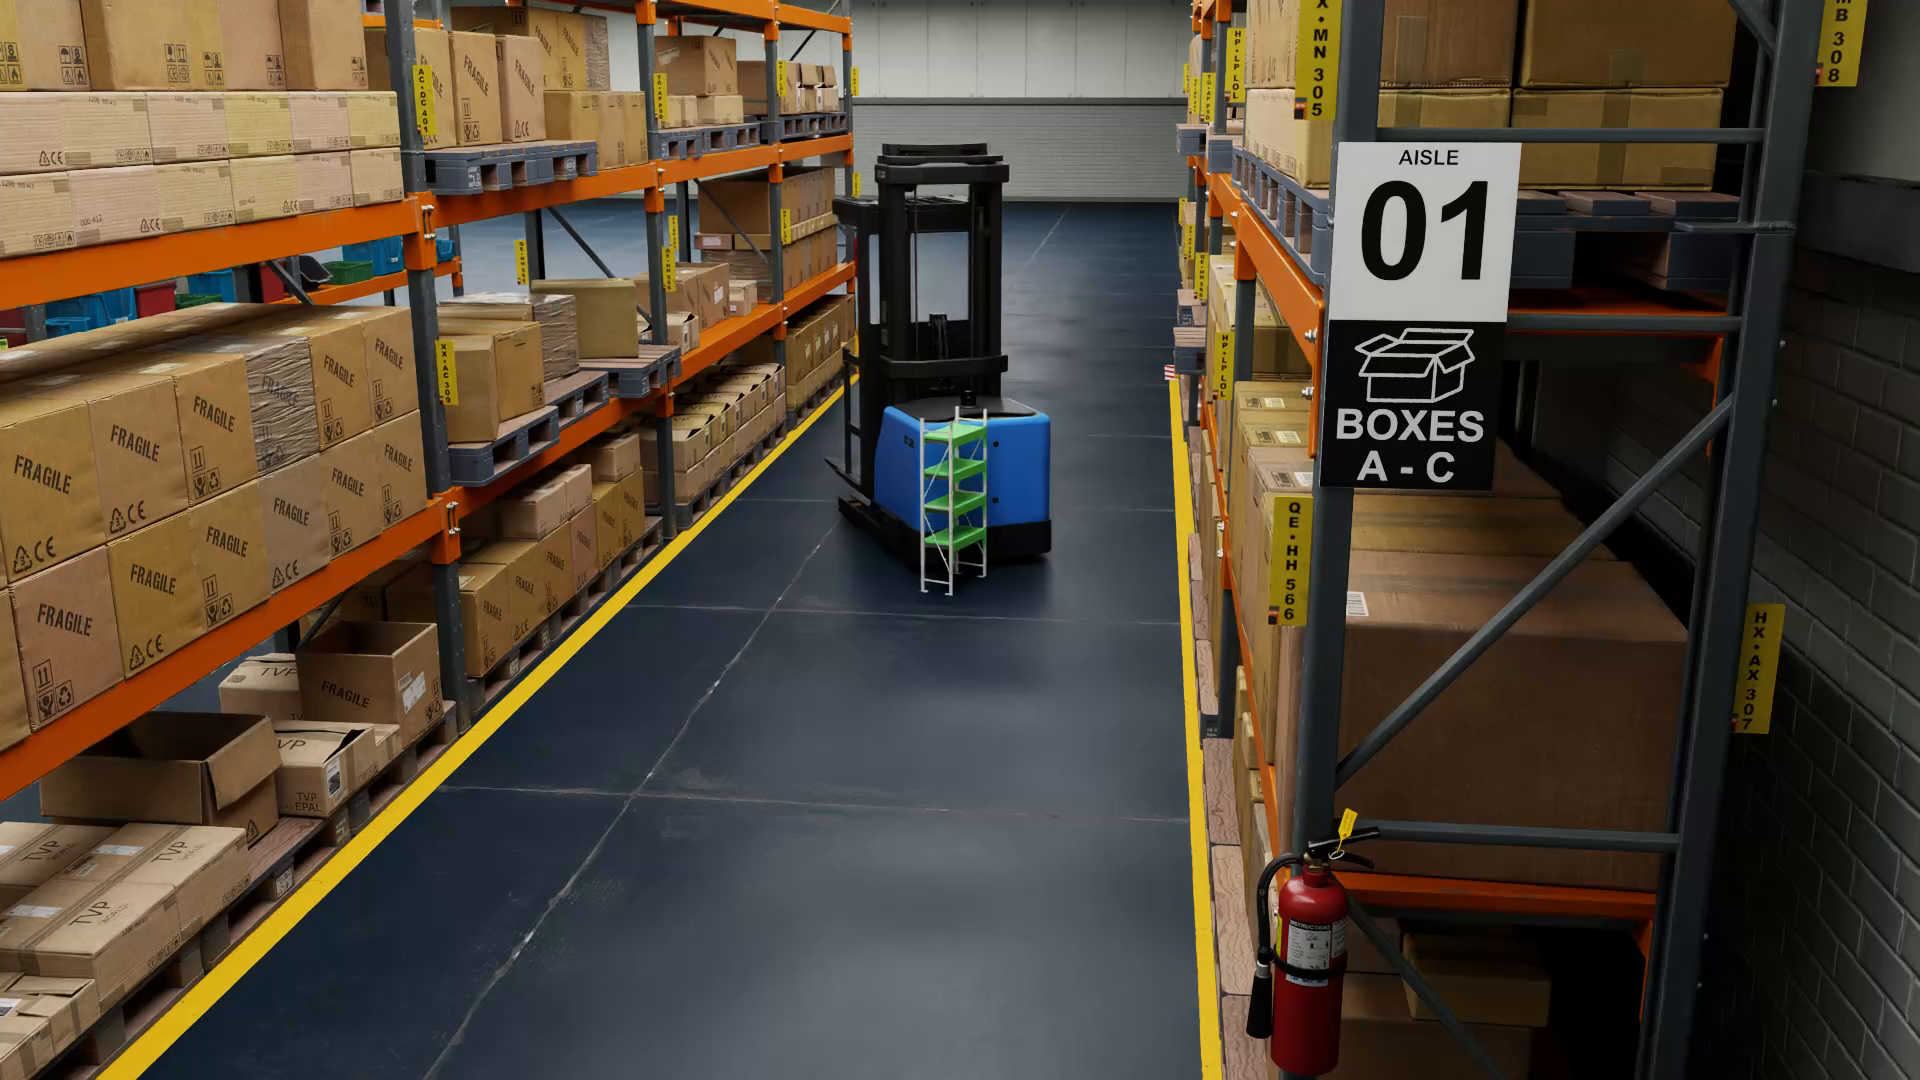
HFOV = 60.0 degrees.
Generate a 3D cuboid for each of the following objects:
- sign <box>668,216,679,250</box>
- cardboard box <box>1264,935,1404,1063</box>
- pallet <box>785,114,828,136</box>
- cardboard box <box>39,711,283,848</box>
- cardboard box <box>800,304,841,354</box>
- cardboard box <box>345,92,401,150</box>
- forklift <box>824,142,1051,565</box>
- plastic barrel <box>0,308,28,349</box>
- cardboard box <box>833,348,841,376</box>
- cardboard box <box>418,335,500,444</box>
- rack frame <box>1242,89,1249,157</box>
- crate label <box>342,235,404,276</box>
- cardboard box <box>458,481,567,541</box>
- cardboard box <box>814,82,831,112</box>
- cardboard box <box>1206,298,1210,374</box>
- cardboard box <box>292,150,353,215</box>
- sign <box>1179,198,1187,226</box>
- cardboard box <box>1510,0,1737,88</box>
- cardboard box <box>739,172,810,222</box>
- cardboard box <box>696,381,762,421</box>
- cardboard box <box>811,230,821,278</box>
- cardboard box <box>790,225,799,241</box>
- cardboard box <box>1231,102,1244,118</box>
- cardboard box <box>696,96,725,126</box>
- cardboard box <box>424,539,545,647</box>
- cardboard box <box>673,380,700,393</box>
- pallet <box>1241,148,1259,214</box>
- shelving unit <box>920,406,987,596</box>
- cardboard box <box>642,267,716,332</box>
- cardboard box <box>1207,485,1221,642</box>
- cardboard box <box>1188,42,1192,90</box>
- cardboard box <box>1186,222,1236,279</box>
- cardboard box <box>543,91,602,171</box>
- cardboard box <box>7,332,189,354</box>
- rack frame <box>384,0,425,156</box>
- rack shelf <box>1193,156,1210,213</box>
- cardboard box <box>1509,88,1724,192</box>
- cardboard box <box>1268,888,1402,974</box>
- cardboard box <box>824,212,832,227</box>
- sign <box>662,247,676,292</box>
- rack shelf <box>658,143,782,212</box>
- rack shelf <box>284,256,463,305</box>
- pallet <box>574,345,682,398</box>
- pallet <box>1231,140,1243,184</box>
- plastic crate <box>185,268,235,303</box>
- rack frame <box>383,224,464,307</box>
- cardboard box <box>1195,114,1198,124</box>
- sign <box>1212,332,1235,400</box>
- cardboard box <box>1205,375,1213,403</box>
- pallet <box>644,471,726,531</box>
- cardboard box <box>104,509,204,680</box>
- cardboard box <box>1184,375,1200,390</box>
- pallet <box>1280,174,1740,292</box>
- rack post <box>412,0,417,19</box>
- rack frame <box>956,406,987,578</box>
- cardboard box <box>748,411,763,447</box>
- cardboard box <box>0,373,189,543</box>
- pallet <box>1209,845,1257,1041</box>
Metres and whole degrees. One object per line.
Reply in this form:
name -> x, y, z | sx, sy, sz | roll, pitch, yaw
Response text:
sign -> -2.774, -2.984, 16.139 | 0.100, 0.325, 0.005 | 2, 15, 6
cardboard box -> 1.382, 1.435, 5.591 | 0.700, 0.500, 0.500 | 2, 15, 6
pallet -> -2.012, -4.454, 17.811 | 1.003, 0.211, 1.213 | 2, 15, 6
cardboard box -> -3.332, 1.044, 6.996 | 0.797, 0.503, 0.637 | 2, 15, 6
cardboard box -> -1.635, -2.379, 18.739 | 0.500, 0.500, 0.500 | 2, 15, 6
cardboard box -> -2.911, -1.919, 7.597 | 0.500, 0.250, 0.500 | 2, 15, 6
forklift -> -0.332, -1.579, 12.886 | 1.130, 2.935, 3.031 | -6, 16, -20
plastic barrel -> -7.844, -1.816, 13.370 | 0.600, 0.536, 0.708 | 2, 15, 6
cardboard box -> -1.637, -2.017, 18.837 | 0.500, 0.250, 0.500 | 2, 15, 6
cardboard box -> -2.850, -0.804, 8.892 | 0.700, 0.500, 0.500 | -3, 16, -13
rack frame -> 1.797, -3.188, 7.211 | 1.000, 3.000, 0.127 | 2, 15, 6
crate label -> -6.632, -3.228, 18.784 | 0.502, 0.435, 0.616 | 2, 15, 6
cardboard box -> -2.716, -0.182, 10.098 | 0.500, 0.250, 0.500 | 2, 15, 6
cardboard box -> -1.702, -4.774, 17.921 | 0.500, 0.311, 0.500 | 4, 16, 13
cardboard box -> 1.939, -1.412, 11.338 | 0.500, 0.500, 0.500 | 2, 15, 8
cardboard box -> -2.983, -1.549, 7.184 | 0.500, 0.250, 0.500 | 2, 15, 6
sign -> 2.612, -3.838, 19.450 | 0.100, 0.325, 0.005 | 2, 15, 6
cardboard box -> 1.668, -1.425, 4.294 | 0.500, 0.500, 0.500 | 1, 15, 4
cardboard box -> -2.009, -3.692, 17.892 | 0.700, 0.500, 0.500 | 2, 15, 6
cardboard box -> -2.095, -1.280, 15.037 | 0.500, 0.311, 0.500 | 2, 15, 6
cardboard box -> -1.953, -3.212, 18.601 | 0.700, 0.500, 0.500 | 2, 15, 7
cardboard box -> -1.886, -3.202, 17.322 | 0.380, 0.149, 0.250 | 1, 15, 4
cardboard box -> 2.487, -3.170, 12.657 | 0.797, 0.503, 0.637 | 4, 16, 14
cardboard box -> -2.361, -3.788, 14.660 | 0.500, 0.250, 0.500 | 0, 15, 1
cardboard box -> -2.780, 0.301, 9.749 | 0.500, 0.500, 0.500 | 2, 15, 7
cardboard box -> -2.636, -1.294, 15.089 | 0.500, 0.311, 0.500 | 1, 15, 4
pallet -> 1.694, -1.485, 6.831 | 1.003, 0.211, 1.213 | 2, 15, 6
shelving unit -> -0.040, -0.273, 11.374 | 0.258, 1.200, 0.503 | 8, 17, 28
cardboard box -> -2.442, -2.095, 14.470 | 0.500, 0.500, 0.500 | 2, 15, 6
cardboard box -> 1.839, 0.140, 9.710 | 0.750, 0.750, 0.750 | 2, 15, 8
cardboard box -> 2.759, -5.171, 18.148 | 0.500, 0.500, 0.500 | 2, 15, 6
cardboard box -> 2.446, -2.798, 16.074 | 0.500, 0.500, 0.500 | 2, 15, 6
cardboard box -> -2.806, -2.589, 10.552 | 0.910, 0.500, 0.500 | 2, 15, 6
cardboard box -> -3.574, -0.586, 6.977 | 0.500, 0.500, 0.500 | 1, 15, 5
rack frame -> -3.125, -3.333, 7.747 | 1.000, 3.000, 0.127 | 2, 15, 6
rack shelf -> 2.474, -2.949, 13.452 | 1.077, 0.370, 4.000 | 2, 15, 6
cardboard box -> 1.672, -1.063, 4.391 | 0.500, 0.250, 0.500 | 2, 15, 9
cardboard box -> 1.159, 1.213, 5.170 | 0.380, 0.149, 0.250 | 2, 15, 6
cardboard box -> -1.682, -3.671, 19.059 | 0.380, 0.149, 0.250 | 1, 15, 5
sign -> -2.134, -1.981, 12.176 | 0.100, 0.325, 0.005 | 2, 15, 6
rack shelf -> -2.448, -3.093, 13.988 | 1.077, 0.370, 4.000 | 2, 15, 6
rack shelf -> -6.918, -2.830, 18.759 | 1.077, 0.370, 4.000 | 2, 15, 6
pallet -> -2.681, -1.204, 11.734 | 1.213, 0.211, 1.003 | 2, 15, 6
pallet -> 2.105, -2.227, 9.768 | 1.003, 0.211, 1.213 | 2, 15, 9
plastic crate -> -6.959, -2.355, 15.657 | 0.392, 0.384, 0.575 | 2, 15, 6
rack frame -> -6.693, -3.696, 20.583 | 1.000, 3.000, 0.127 | 2, 15, 6
cardboard box -> 2.581, -4.142, 16.255 | 0.500, 0.500, 0.500 | 0, 15, 2
sign -> 1.257, -0.826, 7.903 | 0.100, 0.325, 0.005 | 2, 15, 6
cardboard box -> 1.830, -1.007, 11.084 | 0.380, 0.149, 0.250 | 2, 15, 8
pallet -> -2.542, -0.340, 13.516 | 1.003, 0.211, 1.213 | 2, 15, 6
cardboard box -> -3.152, 0.181, 6.054 | 0.500, 0.500, 0.500 | 2, 15, 6
cardboard box -> 2.787, -1.896, 17.874 | 0.700, 0.500, 0.500 | 1, 15, 3
pallet -> 1.419, -0.852, 4.490 | 1.003, 0.211, 1.213 | 2, 15, 6
rack post -> -6.904, -6.158, 19.154 | 0.937, 0.300, 0.954 | 3, 15, 12
rack frame -> 0.077, -0.329, 11.581 | 0.240, 1.200, 0.015 | 8, 17, 28
cardboard box -> -2.098, -1.007, 15.103 | 0.500, 0.250, 0.500 | 2, 15, 8
cardboard box -> -3.152, -0.303, 5.928 | 0.500, 0.500, 0.500 | 2, 15, 7
pallet -> 1.498, 1.567, 6.464 | 1.003, 0.211, 1.213 | 2, 15, 6
